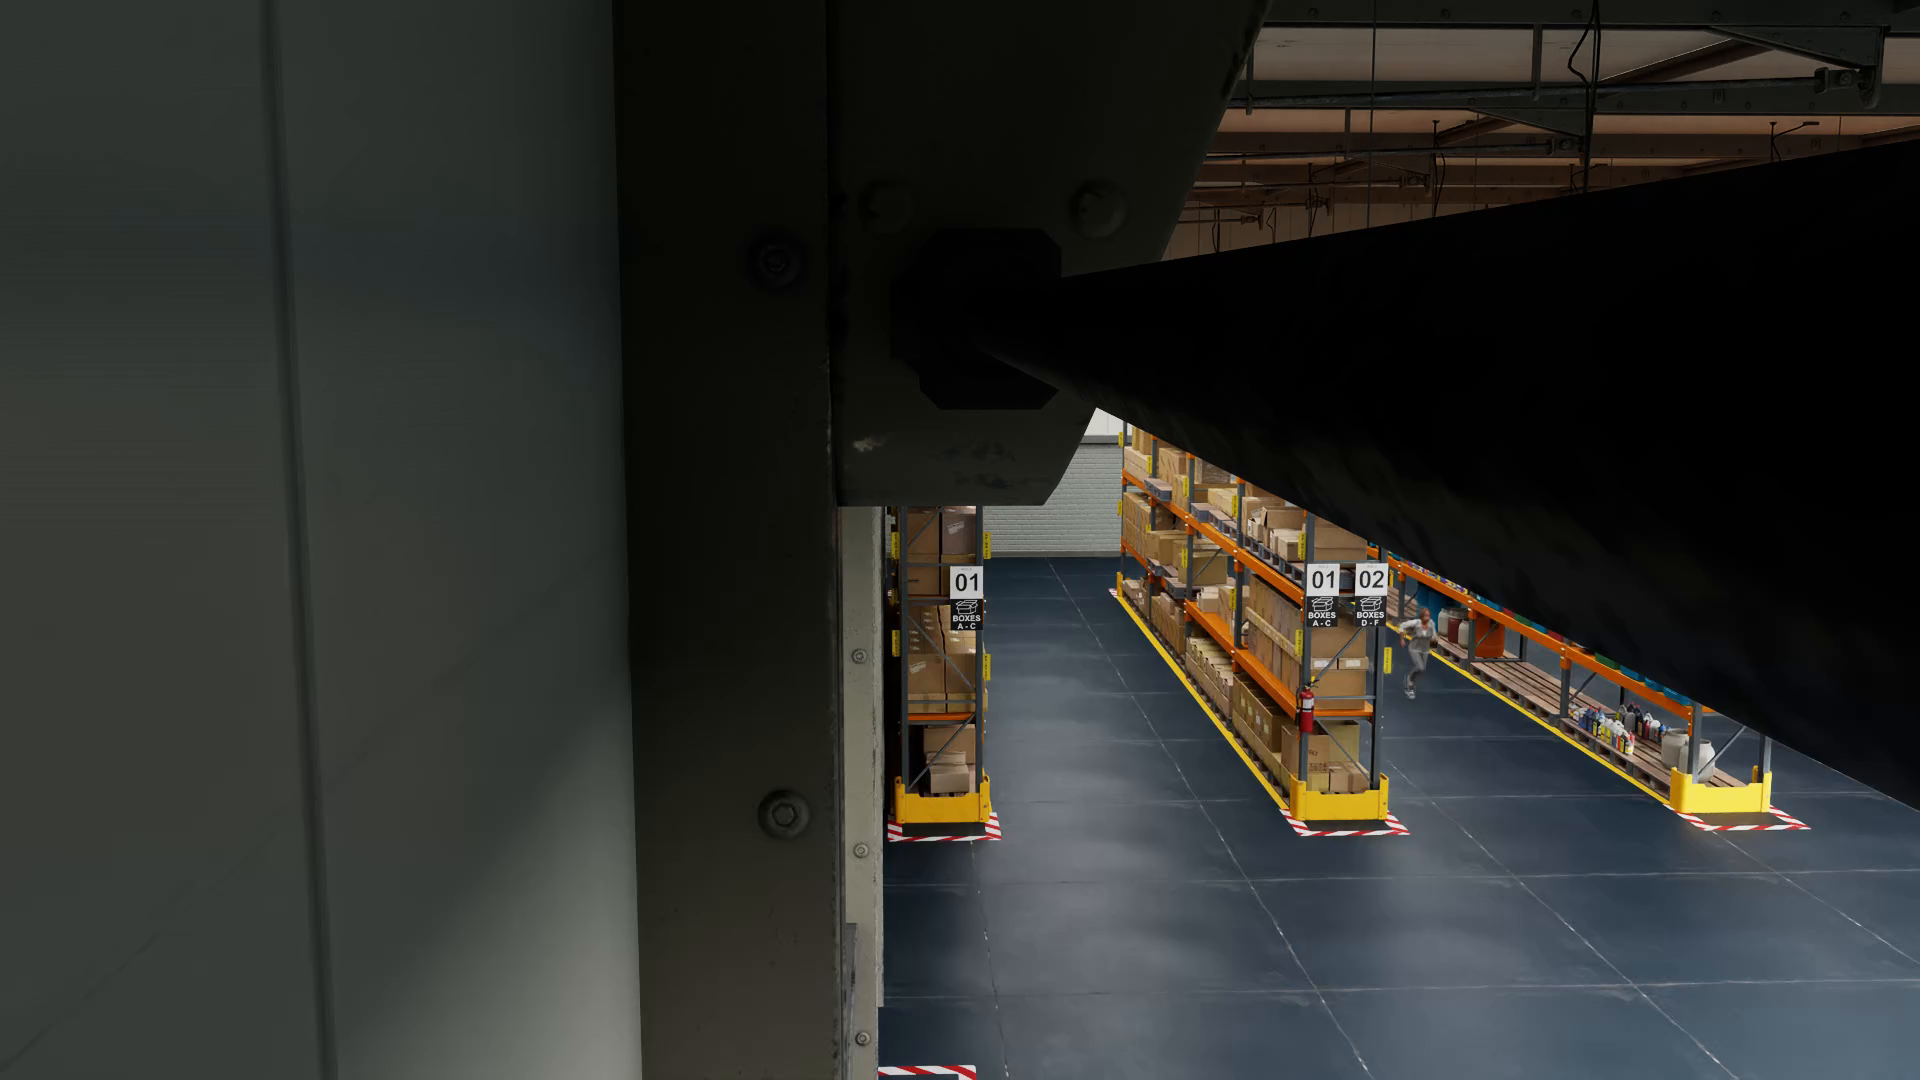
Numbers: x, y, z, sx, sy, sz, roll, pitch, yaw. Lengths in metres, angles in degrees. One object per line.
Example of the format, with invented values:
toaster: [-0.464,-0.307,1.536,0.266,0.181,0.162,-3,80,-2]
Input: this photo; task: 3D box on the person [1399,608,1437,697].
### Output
person: [7.389,1.824,26.766,0.524,1.525,0.735,-2,8,-12]
